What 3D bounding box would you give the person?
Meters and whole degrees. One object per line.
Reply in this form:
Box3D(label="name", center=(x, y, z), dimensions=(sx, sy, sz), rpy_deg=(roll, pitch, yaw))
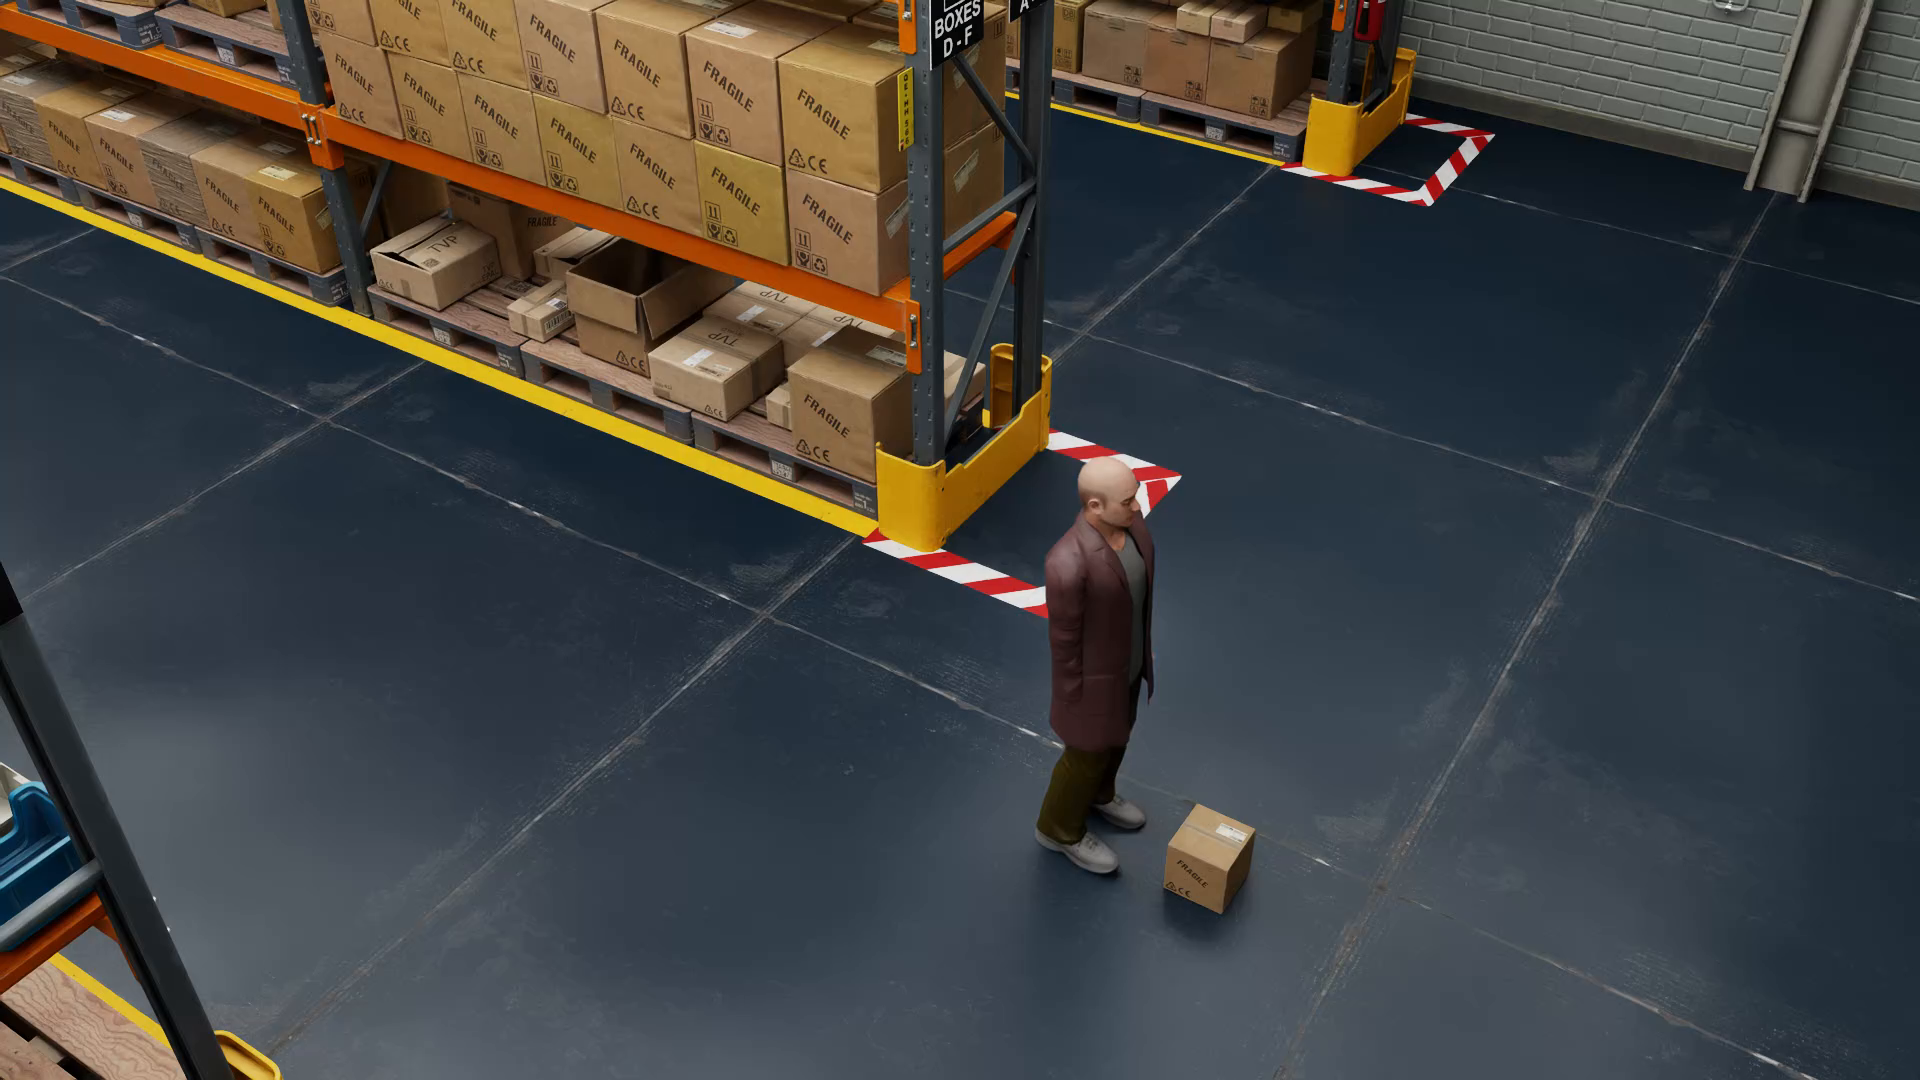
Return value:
Box3D(label="person", center=(0.534, 0.451, 6.119), dimensions=(0.404, 1.777, 0.560), rpy_deg=(22, 43, 26))
